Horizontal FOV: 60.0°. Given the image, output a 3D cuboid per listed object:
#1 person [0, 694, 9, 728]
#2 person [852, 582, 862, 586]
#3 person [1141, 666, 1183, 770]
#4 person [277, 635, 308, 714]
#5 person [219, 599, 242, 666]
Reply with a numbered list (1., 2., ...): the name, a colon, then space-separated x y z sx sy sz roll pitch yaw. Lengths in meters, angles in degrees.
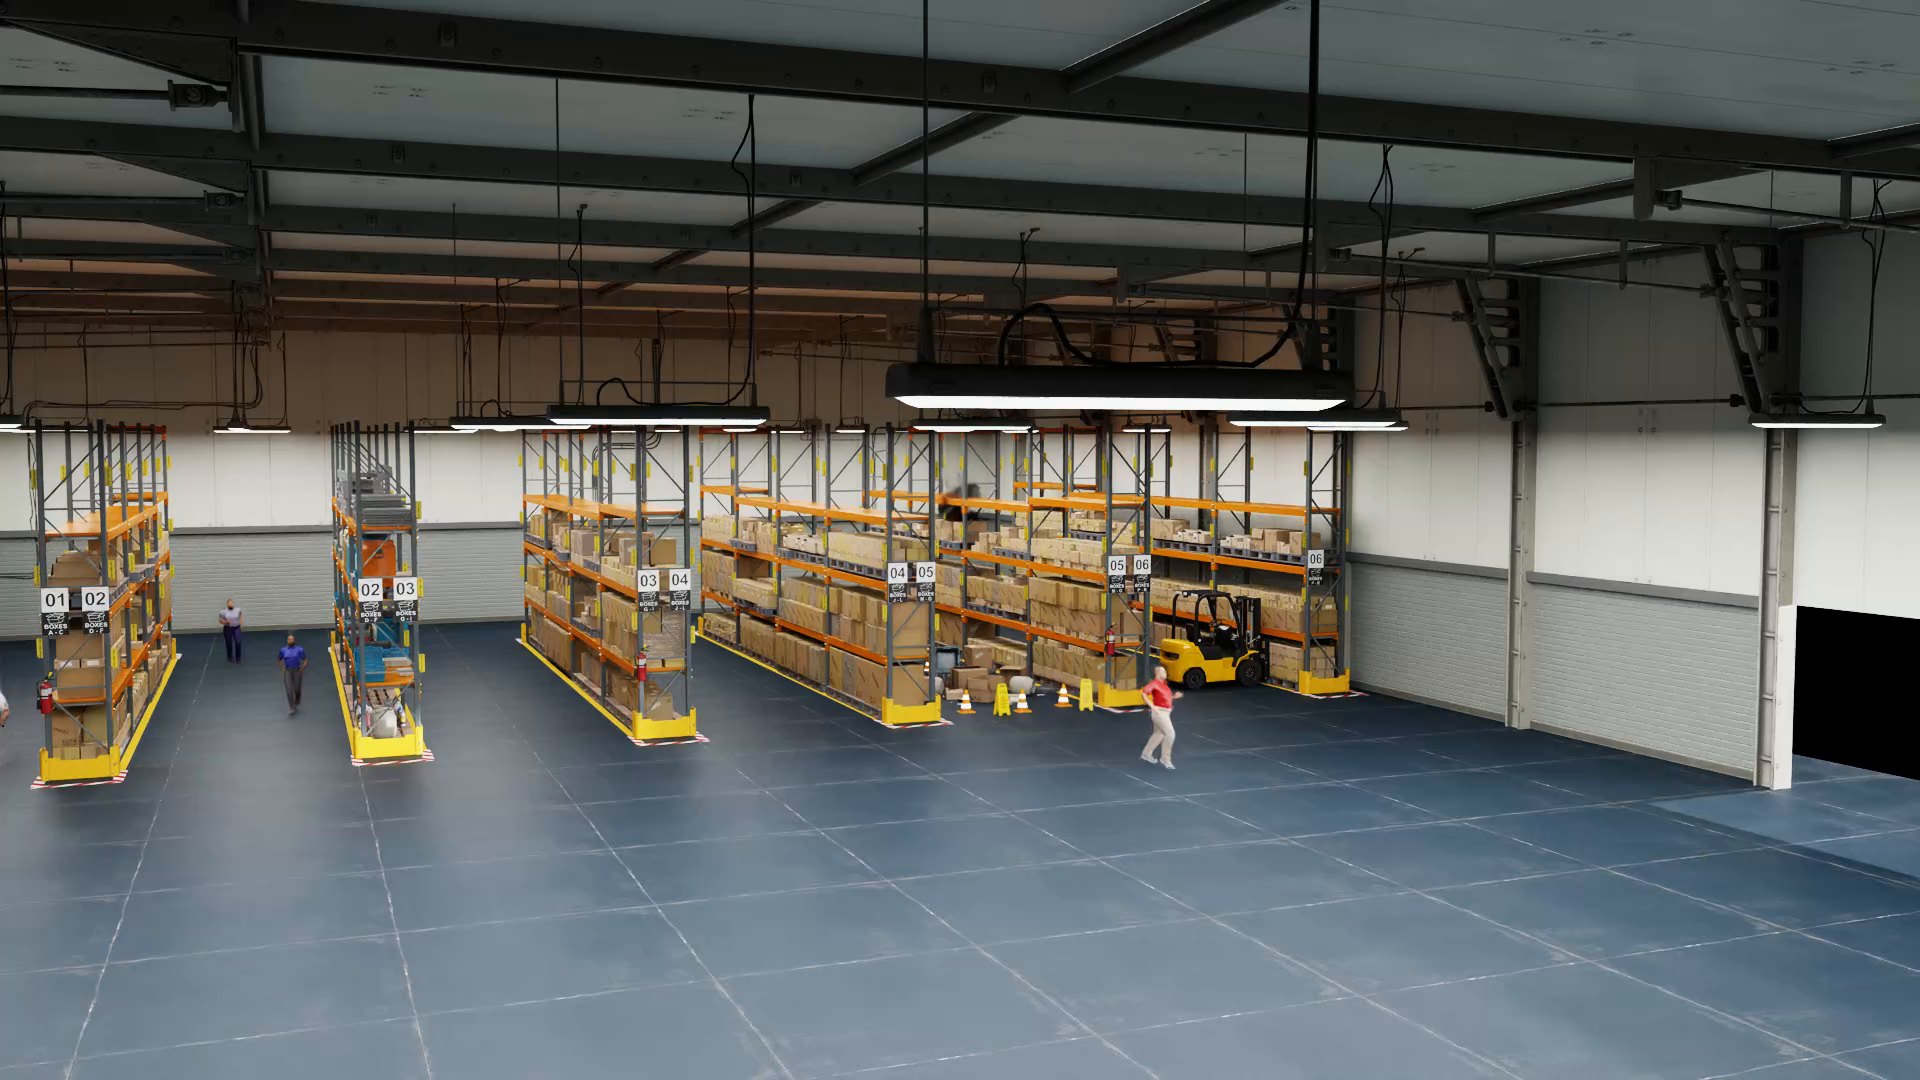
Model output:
1. person: -16.280 3.146 27.770 0.706 1.750 0.631 -2 4 -30
2. person: -3.172 1.719 51.276 0.507 1.609 0.665 0 4 -1
3. person: 3.487 3.077 28.741 0.721 1.793 0.639 1 4 19
4. person: -13.820 2.850 34.430 0.596 1.427 0.715 -1 4 -18
5. person: -18.257 2.323 41.648 0.570 1.722 0.770 -2 4 -28
